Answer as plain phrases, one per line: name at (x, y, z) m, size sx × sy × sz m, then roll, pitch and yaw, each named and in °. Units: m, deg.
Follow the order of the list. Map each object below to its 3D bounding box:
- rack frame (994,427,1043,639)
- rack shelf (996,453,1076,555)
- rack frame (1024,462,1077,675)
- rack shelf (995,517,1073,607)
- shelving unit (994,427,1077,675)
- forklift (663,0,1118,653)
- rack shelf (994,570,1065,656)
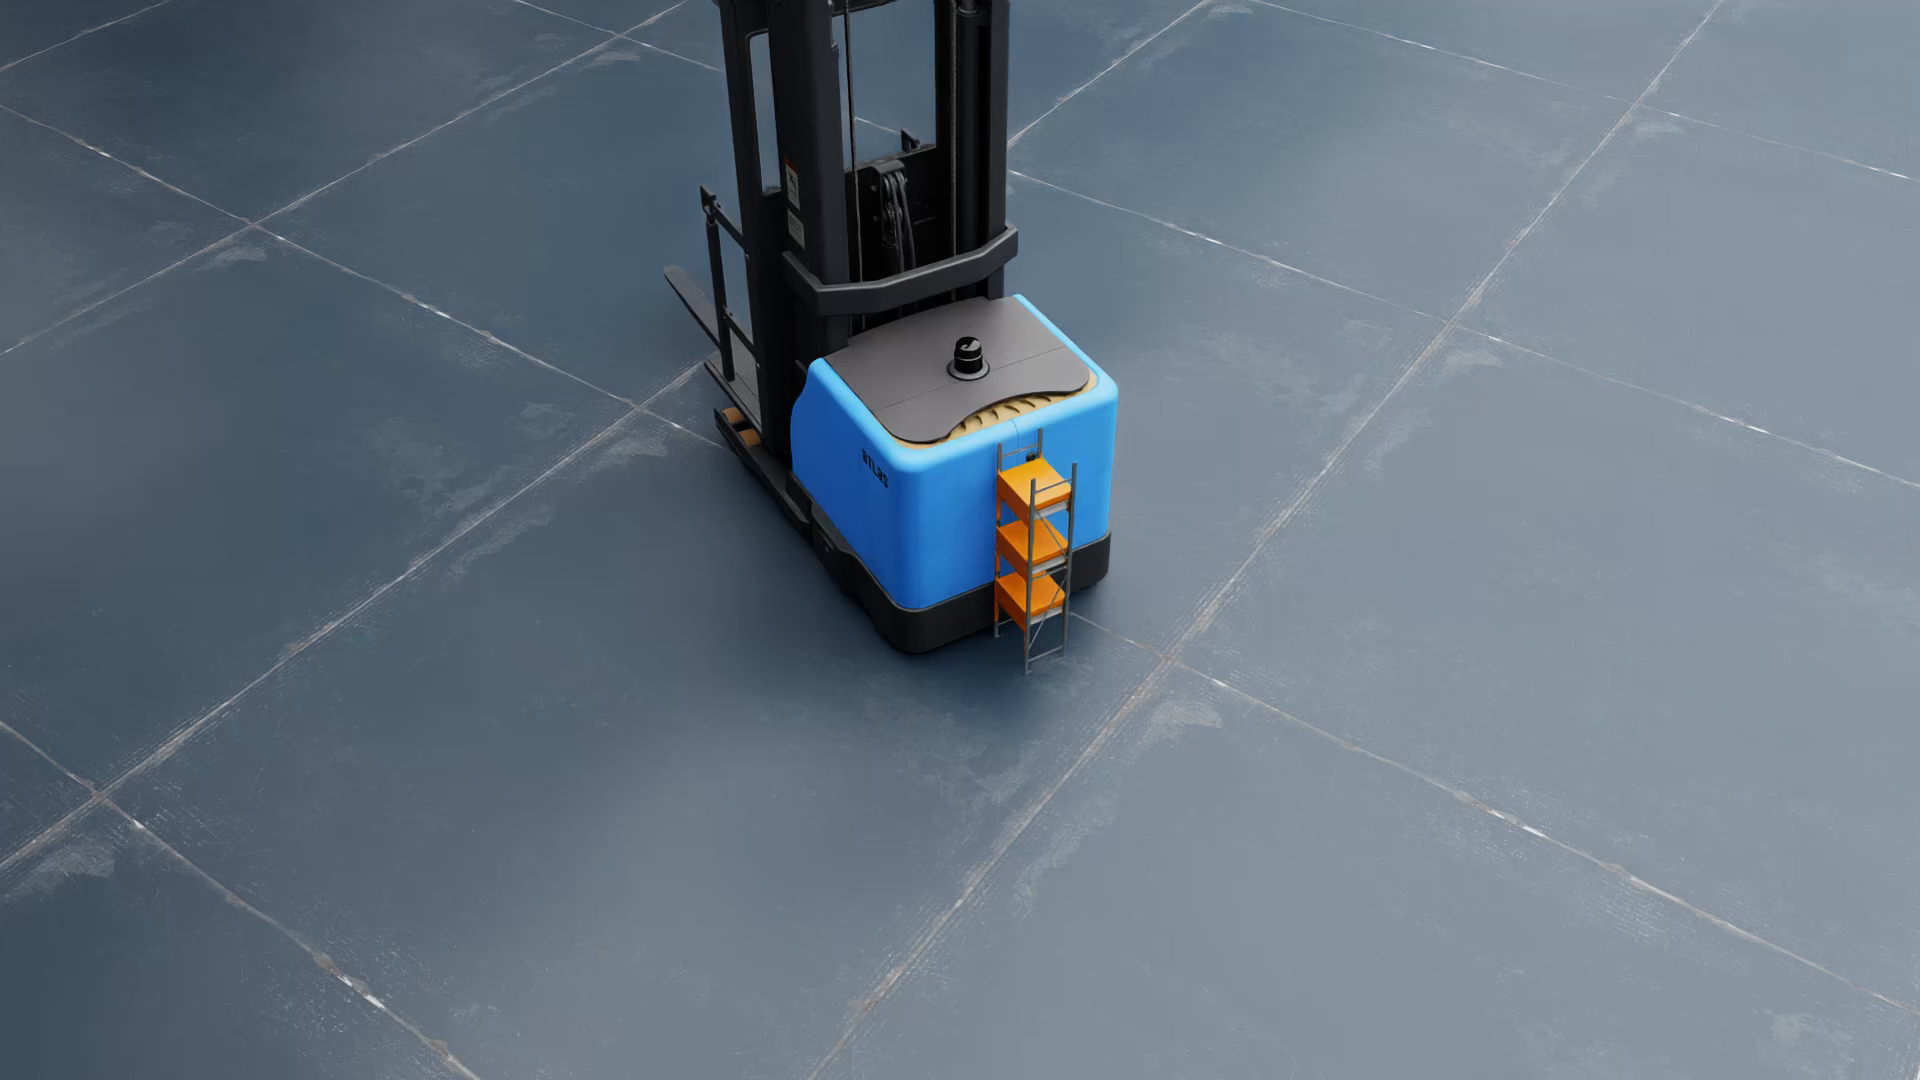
rack frame at (0.231, -0.009, 6.720) m, size 0.200 × 1.050 × 0.008 m, roll -21°, pitch 46°, yaw -22°
rack shelf at (0.292, -0.141, 6.459) m, size 0.215 × 0.259 × 0.240 m, roll -21°, pitch 46°, yaw -22°
rack frame at (0.352, 0.133, 6.563) m, size 0.200 × 1.050 × 0.008 m, roll -21°, pitch 46°, yaw -22°
rack shelf at (0.292, 0.070, 6.649) m, size 0.215 × 0.259 × 0.240 m, roll -21°, pitch 46°, yaw -22°
shelving unit at (0.292, 0.062, 6.642) m, size 0.215 × 1.050 × 0.252 m, roll -21°, pitch 46°, yaw -22°
forklift at (-0.522, -1.594, 7.082) m, size 1.130 × 2.935 × 3.031 m, roll -21°, pitch 46°, yaw -22°
rack shelf at (0.292, 0.277, 6.834) m, size 0.215 × 0.259 × 0.240 m, roll -21°, pitch 46°, yaw -22°
